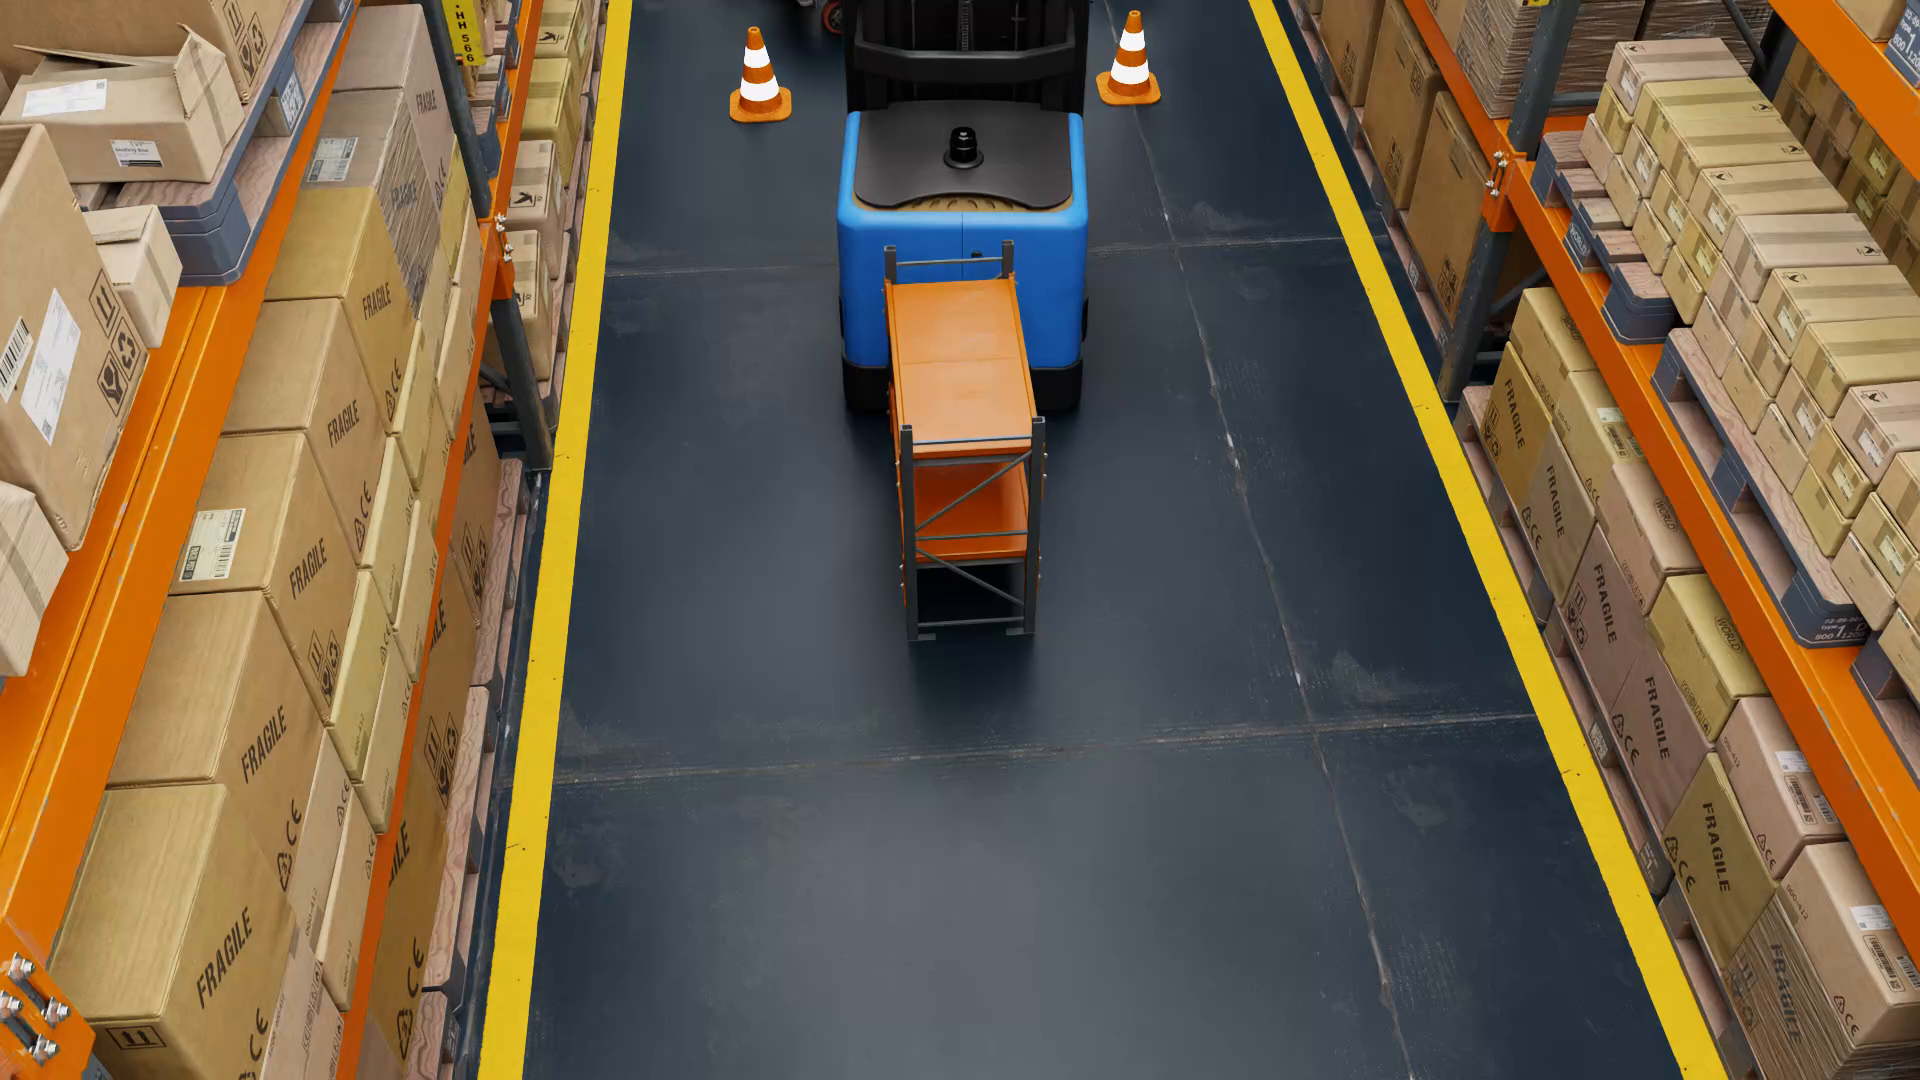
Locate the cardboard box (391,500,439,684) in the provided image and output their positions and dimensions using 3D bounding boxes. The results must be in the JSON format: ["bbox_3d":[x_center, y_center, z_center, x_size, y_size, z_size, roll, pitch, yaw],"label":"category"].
[{"bbox_3d":[-1.804,0.163,4.769,0.500,0.250,0.500,-4,47,-4],"label":"cardboard box"}]

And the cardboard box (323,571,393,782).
[{"bbox_3d":[-1.769,0.356,4.242,0.500,0.250,0.500,-3,47,-3],"label":"cardboard box"}]

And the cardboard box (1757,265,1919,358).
[{"bbox_3d":[2.621,-0.679,4.938,0.380,0.149,0.250,-2,47,-2],"label":"cardboard box"}]

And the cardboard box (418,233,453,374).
[{"bbox_3d":[-1.920,-0.754,5.294,0.500,0.250,0.500,-5,47,-4],"label":"cardboard box"}]

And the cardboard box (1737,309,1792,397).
[{"bbox_3d":[2.613,-0.580,5.049,0.380,0.149,0.250,-4,47,-4],"label":"cardboard box"}]

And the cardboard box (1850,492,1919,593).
[{"bbox_3d":[2.680,-0.012,4.511,0.380,0.149,0.250,-6,47,-5],"label":"cardboard box"}]

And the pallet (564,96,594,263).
[{"bbox_3d":[-2.423,-1.827,8.471,1.003,0.211,1.213,-3,47,-3],"label":"pallet"}]

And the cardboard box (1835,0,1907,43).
[{"bbox_3d":[2.542,-1.627,4.227,0.500,0.500,0.500,-3,47,-3],"label":"cardboard box"}]

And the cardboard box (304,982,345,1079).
[{"bbox_3d":[-1.699,1.272,3.720,0.500,0.250,0.500,-4,47,-4],"label":"cardboard box"}]

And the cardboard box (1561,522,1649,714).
[{"bbox_3d":[2.562,0.263,6.003,0.500,0.500,0.500,-5,47,-4],"label":"cardboard box"}]

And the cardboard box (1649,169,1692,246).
[{"bbox_3d":[2.555,-1.123,5.563,0.380,0.149,0.250,-5,47,-5],"label":"cardboard box"}]

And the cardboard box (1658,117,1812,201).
[{"bbox_3d":[2.551,-1.258,5.486,0.380,0.149,0.250,-4,47,-4],"label":"cardboard box"}]

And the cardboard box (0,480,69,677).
[{"bbox_3d":[-1.619,0.041,2.519,0.396,0.266,0.258,-4,47,-4],"label":"cardboard box"}]

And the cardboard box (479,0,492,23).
[{"bbox_3d":[-2.118,-2.337,6.471,0.500,0.500,0.500,-1,47,-1],"label":"cardboard box"}]

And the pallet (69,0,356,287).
[{"bbox_3d":[-2.057,-1.035,3.865,1.003,0.211,1.213,-2,47,-1],"label":"pallet"}]

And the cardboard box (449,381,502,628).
[{"bbox_3d":[-2.285,-0.249,6.230,0.875,0.875,0.875,-4,47,-4],"label":"cardboard box"}]

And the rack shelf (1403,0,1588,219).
[{"bbox_3d":[2.496,-2.913,8.075,1.077,0.370,4.000,-3,47,-3],"label":"rack shelf"}]

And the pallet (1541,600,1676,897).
[{"bbox_3d":[2.827,0.691,6.086,1.003,0.211,1.213,-3,47,-3],"label":"pallet"}]

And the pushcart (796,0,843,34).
[{"bbox_3d":[-0.327,-3.507,9.948,1.648,0.377,0.936,-19,49,-17],"label":"pushcart"}]

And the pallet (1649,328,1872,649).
[{"bbox_3d":[2.870,-0.218,5.159,1.003,0.211,1.213,-3,47,-3],"label":"pallet"}]

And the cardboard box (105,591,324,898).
[{"bbox_3d":[-1.746,0.474,3.614,0.500,0.500,0.500,-4,47,-4],"label":"cardboard box"}]

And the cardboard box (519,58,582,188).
[{"bbox_3d":[-2.425,-2.072,8.304,0.950,0.372,0.625,-2,47,-2],"label":"cardboard box"}]

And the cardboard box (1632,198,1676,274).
[{"bbox_3d":[2.546,-1.046,5.695,0.380,0.149,0.250,-1,47,-1],"label":"cardboard box"}]

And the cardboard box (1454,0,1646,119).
[{"bbox_3d":[2.358,-2.058,6.700,0.500,0.500,0.500,-3,47,-3],"label":"cardboard box"}]

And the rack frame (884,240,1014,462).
[{"bbox_3d":[-0.042,-0.750,6.822,0.500,1.125,0.032,-3,47,-3],"label":"rack frame"}]

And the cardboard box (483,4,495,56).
[{"bbox_3d":[-2.070,-2.052,6.647,0.380,0.149,0.250,-6,47,-6],"label":"cardboard box"}]

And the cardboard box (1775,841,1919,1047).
[{"bbox_3d":[2.684,1.114,4.681,0.500,0.250,0.500,-5,47,-4],"label":"cardboard box"}]

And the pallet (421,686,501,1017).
[{"bbox_3d":[-2.170,1.075,5.723,1.003,0.211,1.213,-3,47,-3],"label":"pallet"}]

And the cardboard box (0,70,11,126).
[{"bbox_3d":[-2.233,-0.900,3.479,0.380,0.166,0.250,0,47,0],"label":"cardboard box"}]

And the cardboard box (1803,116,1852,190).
[{"bbox_3d":[3.183,-1.351,5.779,0.380,0.149,0.250,-2,47,-2],"label":"cardboard box"}]

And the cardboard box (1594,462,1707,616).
[{"bbox_3d":[2.551,-0.017,5.753,0.500,0.250,0.500,-3,47,-3],"label":"cardboard box"}]

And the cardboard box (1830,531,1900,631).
[{"bbox_3d":[2.677,0.096,4.613,0.380,0.149,0.250,-5,47,-5],"label":"cardboard box"}]

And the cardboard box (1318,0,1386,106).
[{"bbox_3d":[2.548,-2.837,8.767,1.050,0.750,0.750,-3,47,-3],"label":"cardboard box"}]

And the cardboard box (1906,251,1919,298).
[{"bbox_3d":[3.247,-0.800,5.257,0.380,0.149,0.250,-4,47,-4],"label":"cardboard box"}]

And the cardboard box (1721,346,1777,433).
[{"bbox_3d":[2.613,-0.477,5.156,0.380,0.149,0.250,-3,47,-3],"label":"cardboard box"}]

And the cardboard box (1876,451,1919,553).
[{"bbox_3d":[2.688,-0.110,4.399,0.380,0.149,0.250,-5,47,-5],"label":"cardboard box"}]

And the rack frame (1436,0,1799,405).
[{"bbox_3d":[2.664,-1.714,6.444,1.000,3.000,0.127,-3,47,-3],"label":"rack frame"}]

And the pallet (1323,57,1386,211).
[{"bbox_3d":[2.574,-2.210,8.835,1.003,0.211,1.213,-3,47,-3],"label":"pallet"}]

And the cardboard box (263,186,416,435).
[{"bbox_3d":[-1.870,-0.629,4.659,0.500,0.500,0.500,-3,47,-3],"label":"cardboard box"}]

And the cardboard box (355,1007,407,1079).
[{"bbox_3d":[-2.057,1.697,4.388,0.875,0.875,0.875,-2,47,-2],"label":"cardboard box"}]

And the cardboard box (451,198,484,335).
[{"bbox_3d":[-1.959,-0.938,5.812,0.500,0.250,0.500,-5,47,-5],"label":"cardboard box"}]

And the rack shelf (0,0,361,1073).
[{"bbox_3d":[-2.093,-0.677,3.891,1.077,0.370,4.000,-3,47,-3],"label":"rack shelf"}]

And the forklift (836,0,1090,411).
[{"bbox_3d":[0.028,-2.631,7.359,1.130,2.935,3.031,1,47,0],"label":"forklift"}]

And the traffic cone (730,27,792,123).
[{"bbox_3d":[-1.096,-2.549,8.982,0.336,0.463,0.334,-3,47,-3],"label":"traffic cone"}]

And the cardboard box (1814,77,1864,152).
[{"bbox_3d":[3.180,-1.468,5.685,0.380,0.149,0.250,-4,47,-4],"label":"cardboard box"}]

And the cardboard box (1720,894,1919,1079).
[{"bbox_3d":[2.686,1.375,4.950,0.500,0.500,0.500,-4,47,-4],"label":"cardboard box"}]

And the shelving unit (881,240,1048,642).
[{"bbox_3d":[0.001,-0.382,6.473,0.538,1.125,1.048,-3,47,-3],"label":"shelving unit"}]
